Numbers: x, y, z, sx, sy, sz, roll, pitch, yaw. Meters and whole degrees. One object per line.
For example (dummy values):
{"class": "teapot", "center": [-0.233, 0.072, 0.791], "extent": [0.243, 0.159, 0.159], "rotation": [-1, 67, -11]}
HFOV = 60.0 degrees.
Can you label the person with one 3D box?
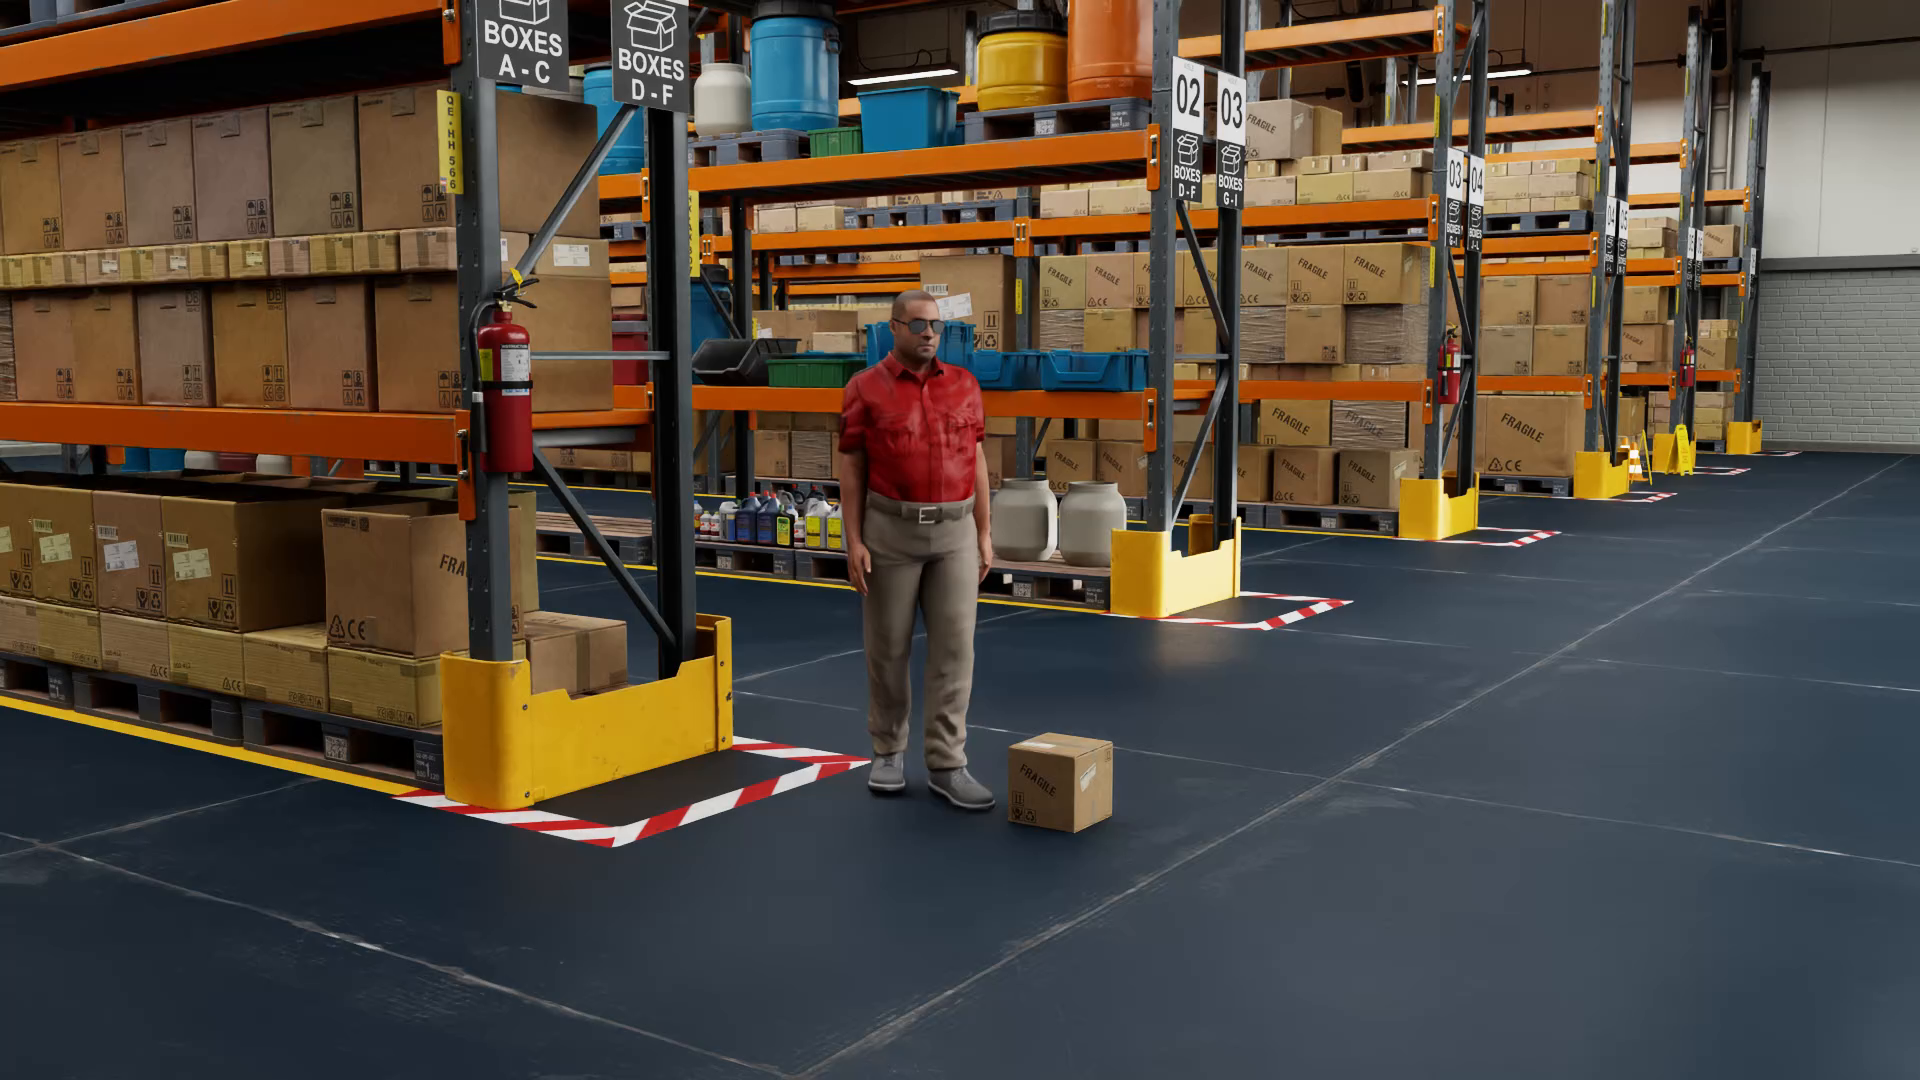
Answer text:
{"class": "person", "center": [-0.124, 0.018, 5.671], "extent": [0.549, 1.737, 0.580], "rotation": [-2, 7, -18]}
